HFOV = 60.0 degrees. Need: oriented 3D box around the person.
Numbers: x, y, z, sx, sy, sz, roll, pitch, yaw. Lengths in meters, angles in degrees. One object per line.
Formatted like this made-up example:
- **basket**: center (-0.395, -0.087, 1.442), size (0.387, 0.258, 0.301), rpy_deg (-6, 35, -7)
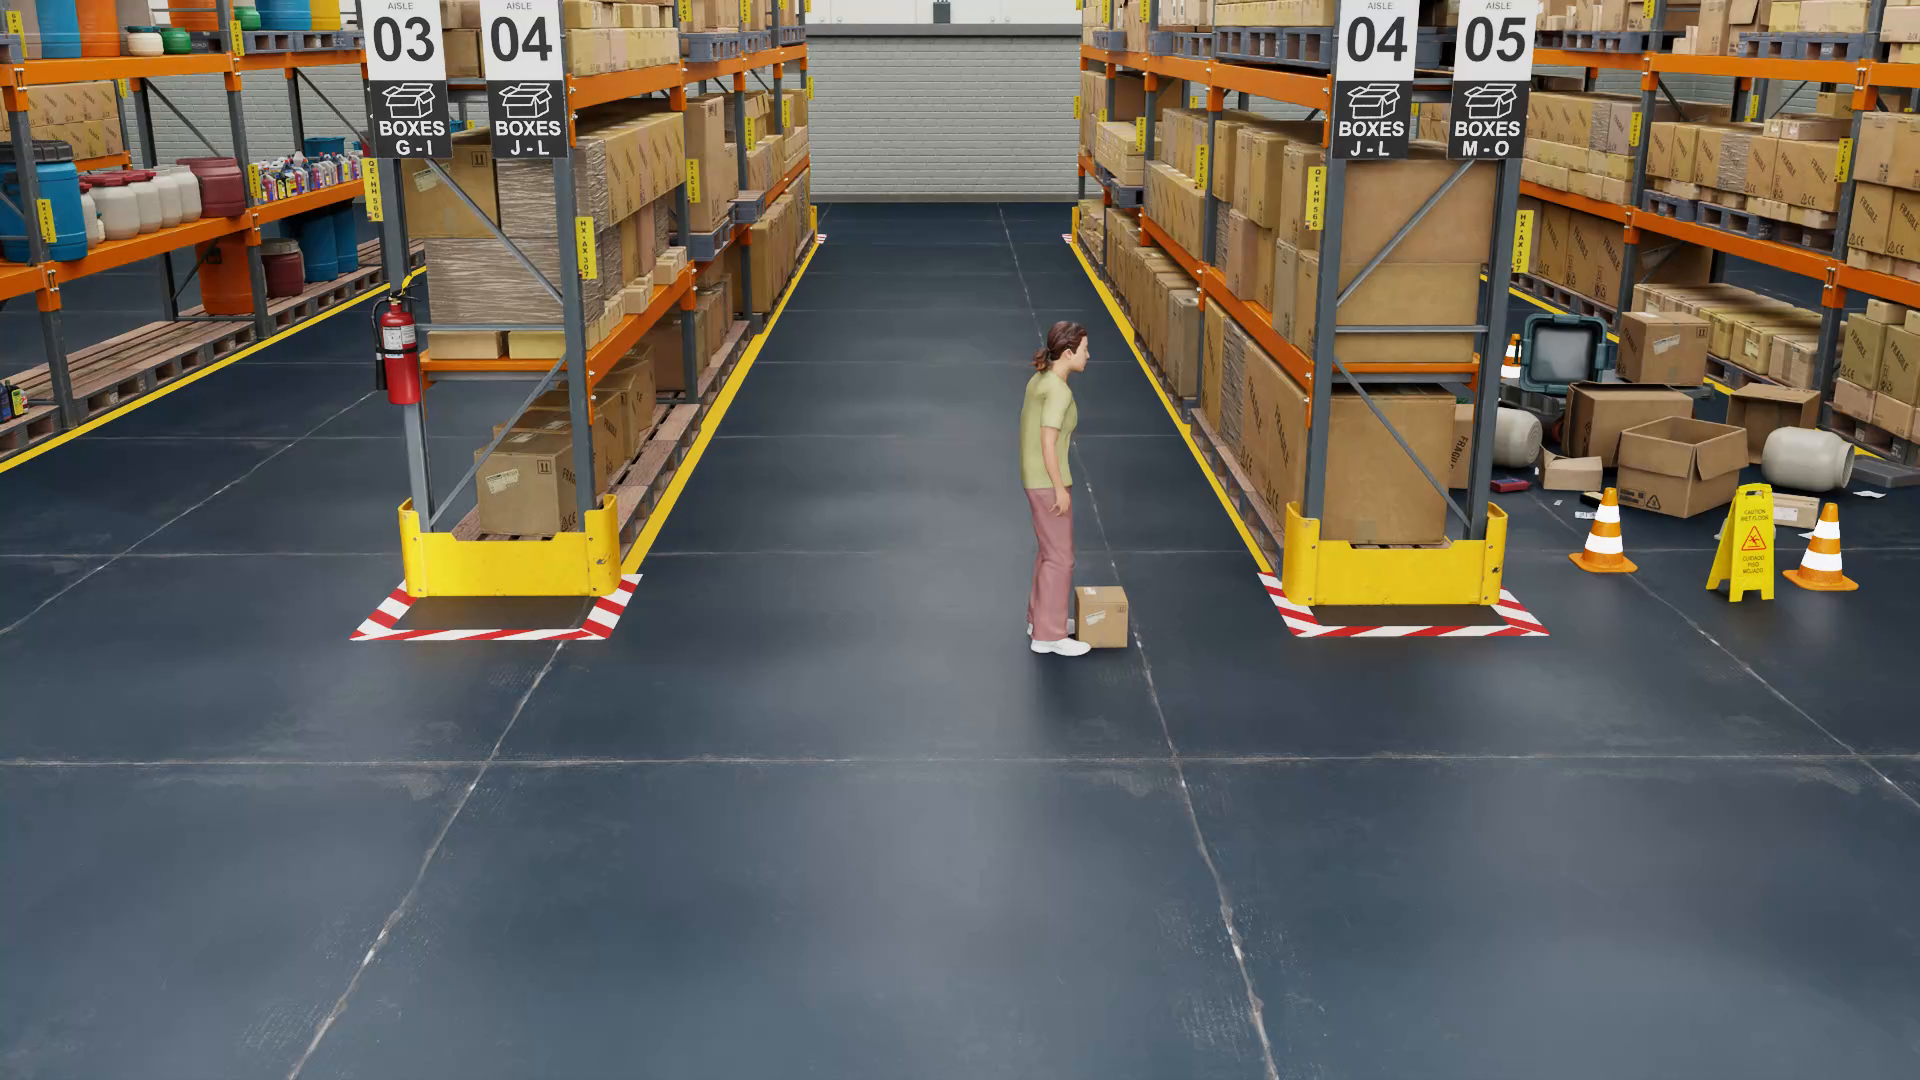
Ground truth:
- **person**: center (0.484, -0.274, 8.443), size (0.366, 1.667, 0.518), rpy_deg (-1, 17, -4)
